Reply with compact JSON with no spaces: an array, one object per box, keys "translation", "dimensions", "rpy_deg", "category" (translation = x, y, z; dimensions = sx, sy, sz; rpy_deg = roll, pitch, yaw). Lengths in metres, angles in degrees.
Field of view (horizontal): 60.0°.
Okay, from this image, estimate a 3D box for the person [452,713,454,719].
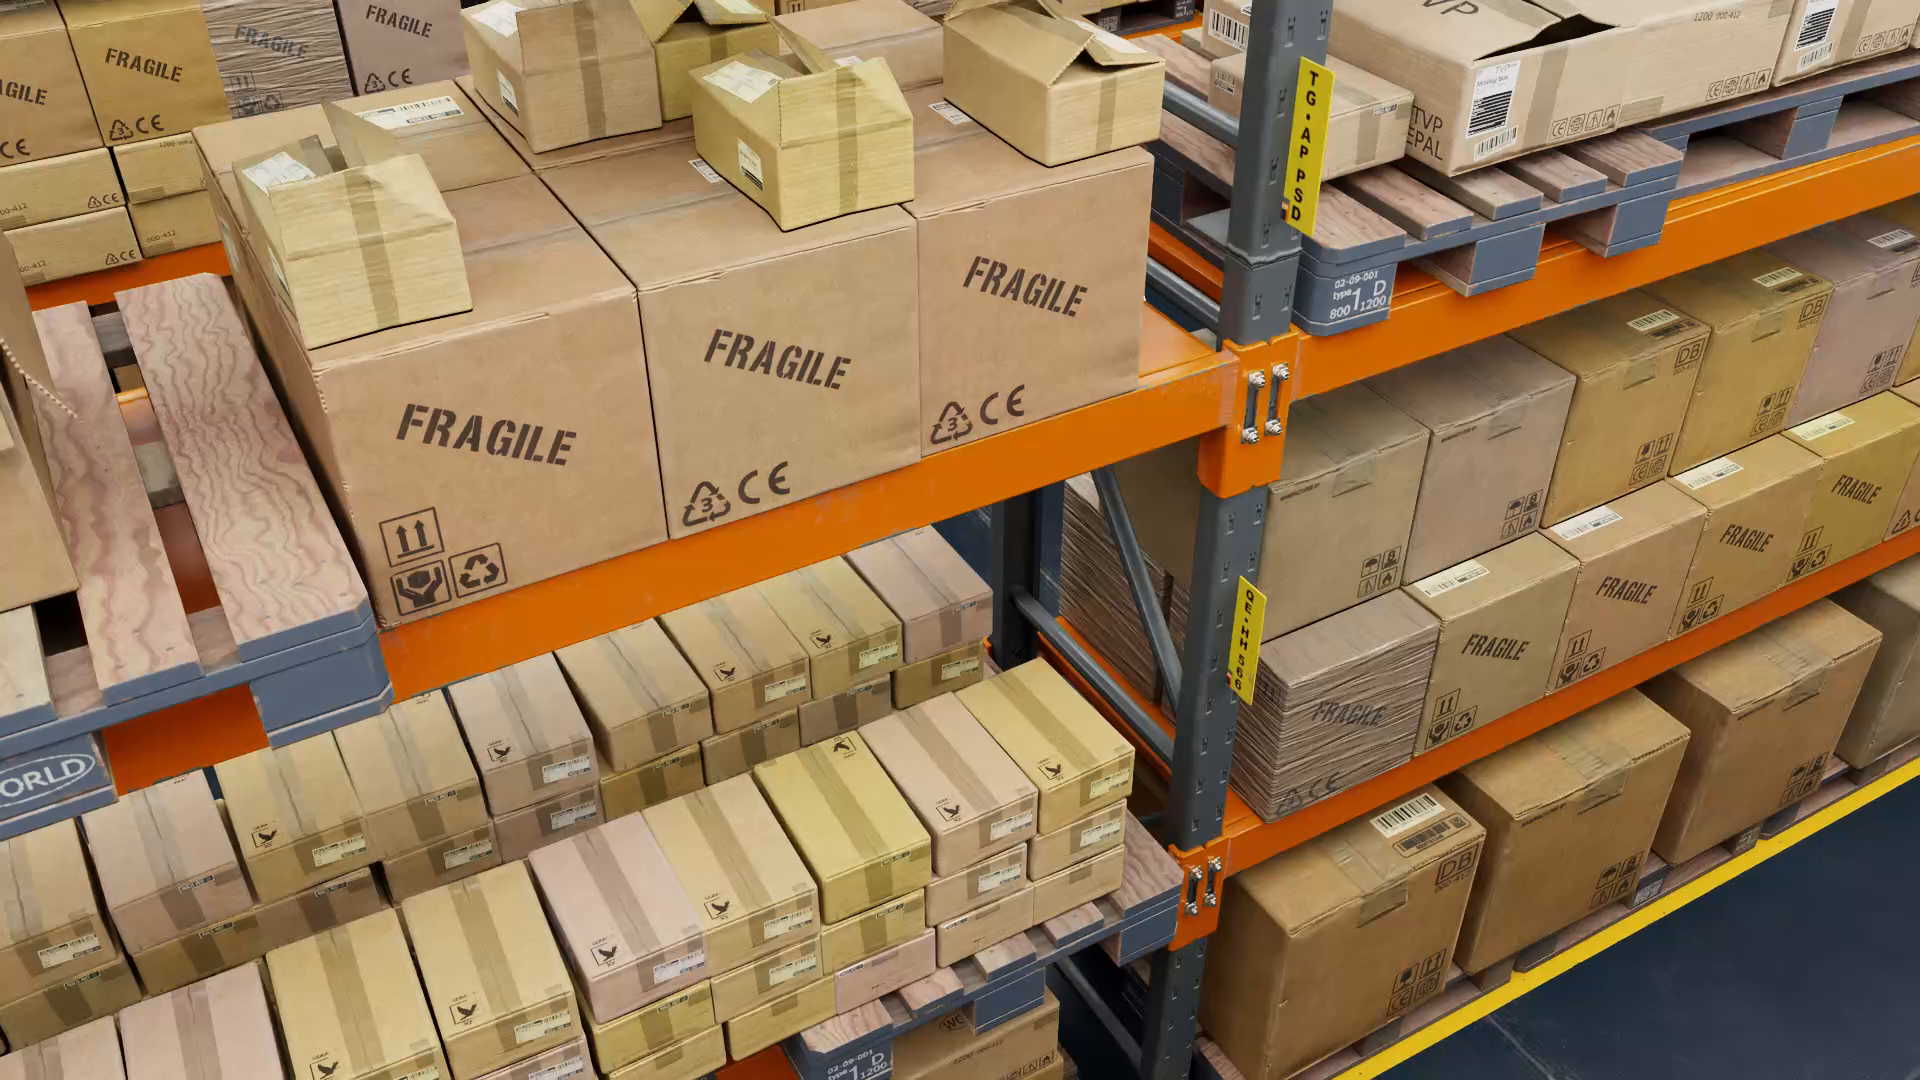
[{"translation":[-1.732,0.040,6.084],"dimensions":[0.524,1.830,0.560],"rpy_deg":[-24,43,-29],"category":"person"}]
